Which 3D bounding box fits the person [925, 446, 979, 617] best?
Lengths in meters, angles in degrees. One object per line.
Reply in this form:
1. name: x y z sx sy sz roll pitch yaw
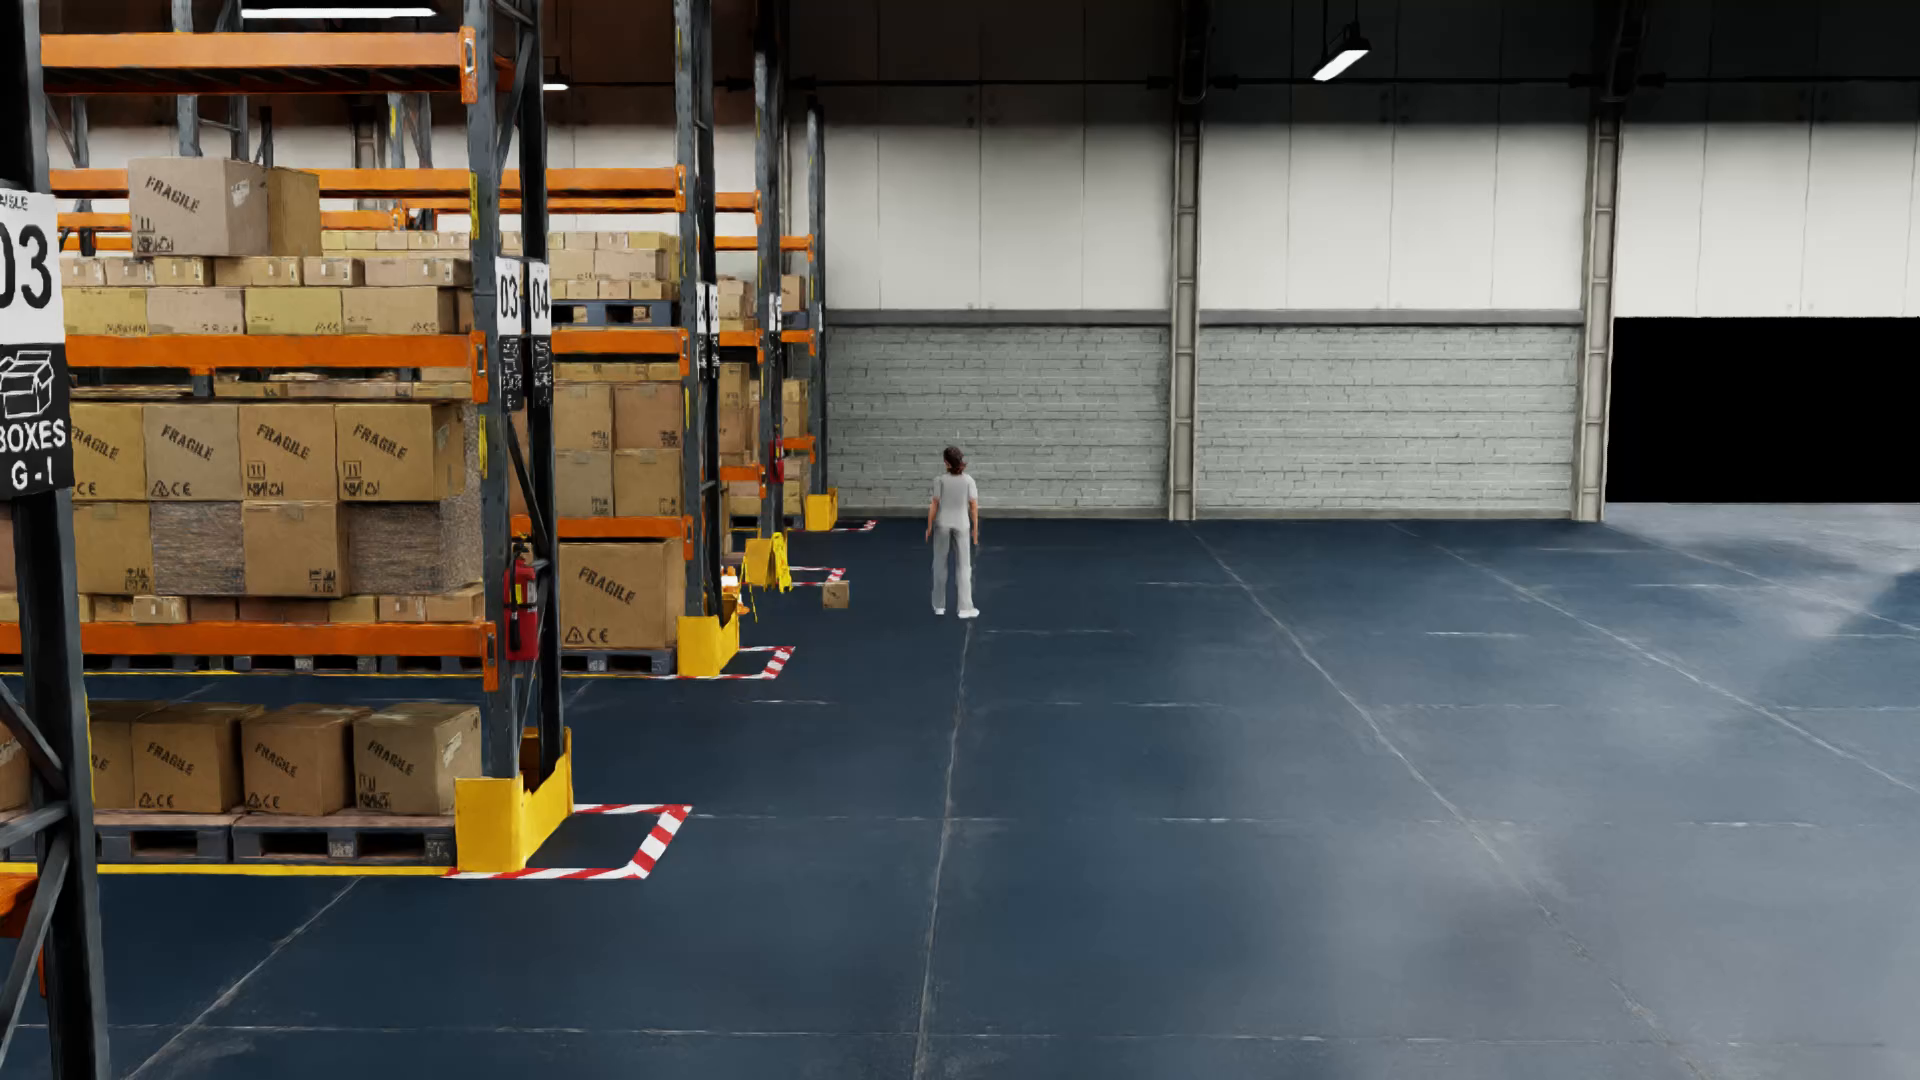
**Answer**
1. person: -0.076 -0.092 16.332 0.536 1.665 0.513 0 7 -1
